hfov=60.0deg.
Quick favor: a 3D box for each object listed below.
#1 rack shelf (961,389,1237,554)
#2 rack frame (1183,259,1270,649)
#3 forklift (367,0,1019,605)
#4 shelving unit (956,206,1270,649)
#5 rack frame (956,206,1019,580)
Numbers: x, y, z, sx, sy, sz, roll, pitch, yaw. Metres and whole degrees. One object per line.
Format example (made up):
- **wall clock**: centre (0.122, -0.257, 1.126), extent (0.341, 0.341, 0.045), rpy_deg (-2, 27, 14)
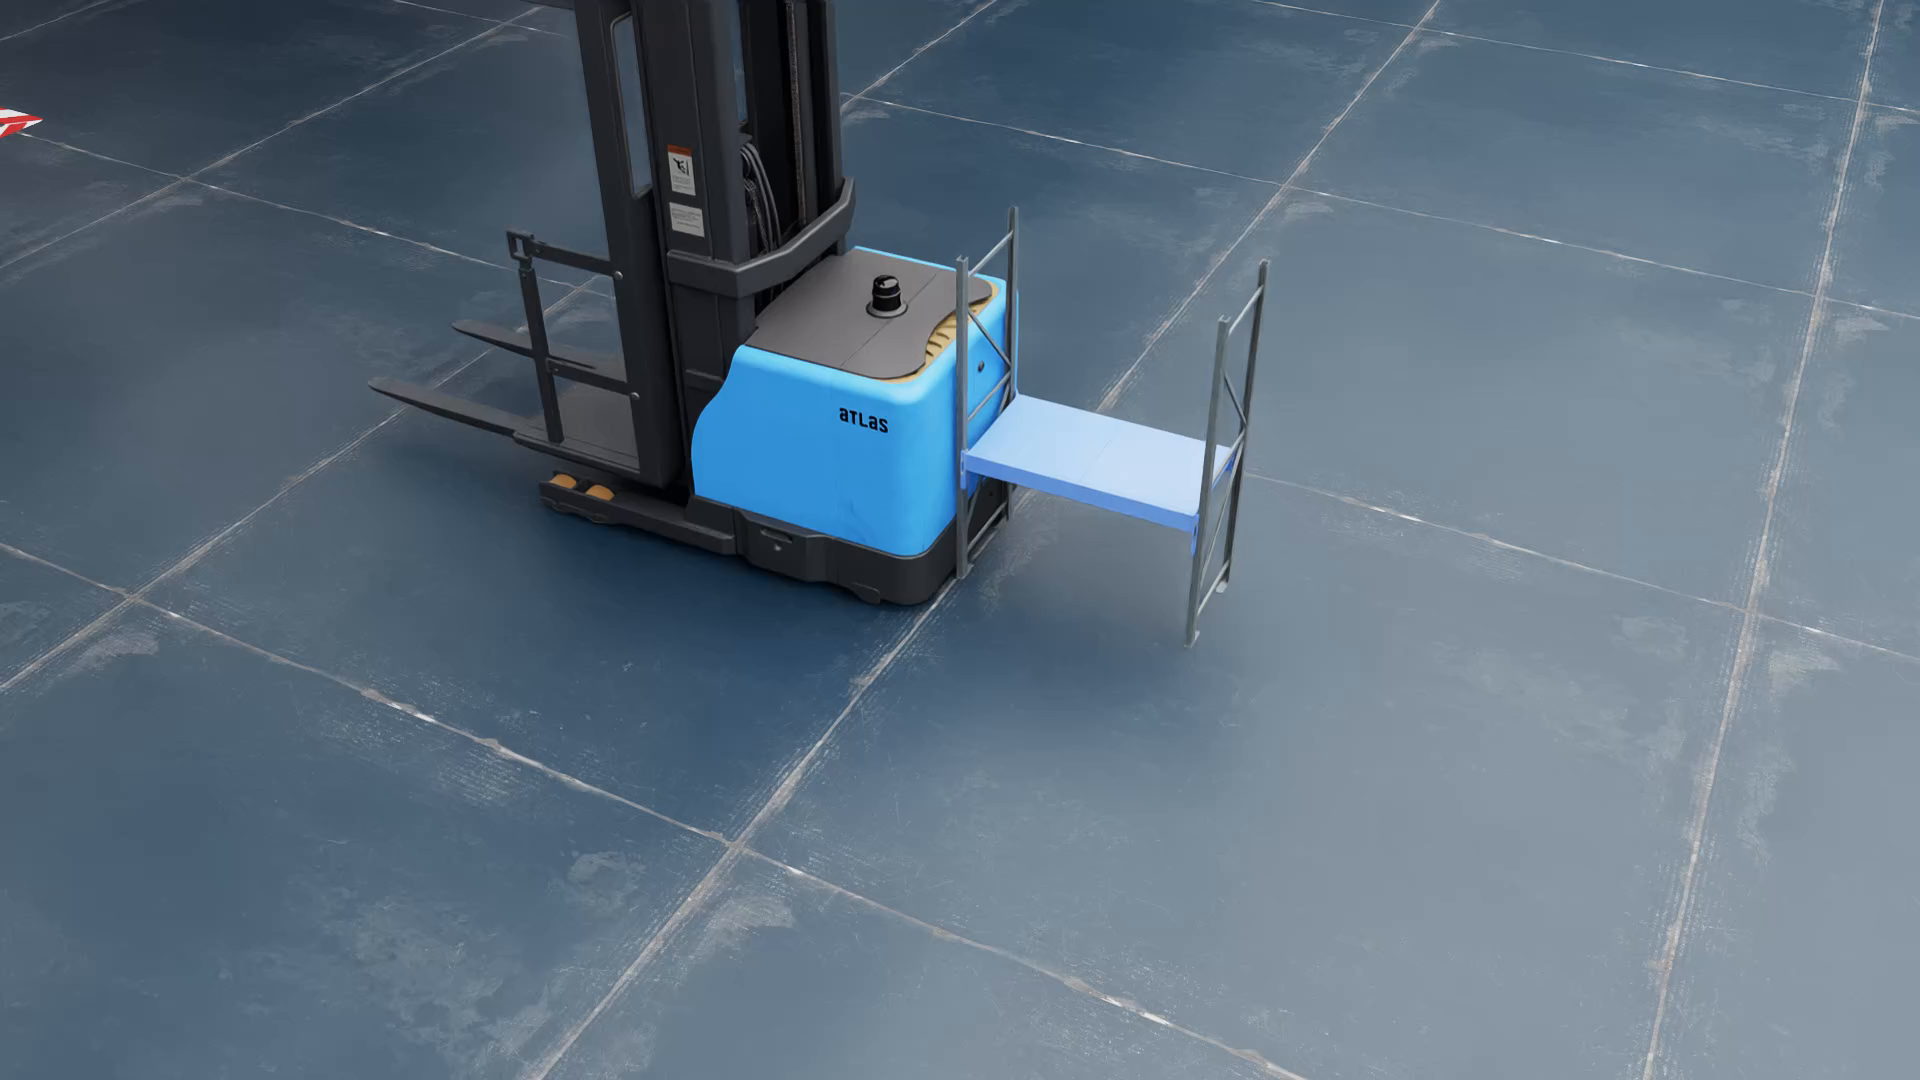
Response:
- **rack shelf**: centre (0.564, -0.289, 6.688), extent (1.000, 0.185, 0.538), rpy_deg (16, 40, 20)
- **rack frame**: centre (1.021, -0.298, 6.402), extent (0.032, 1.500, 0.500), rpy_deg (16, 40, 20)
- **forklift**: centre (-1.297, -1.509, 6.814), extent (3.031, 2.935, 1.130), rpy_deg (16, 40, 20)
- **shelving unit**: centre (0.564, -0.432, 6.579), extent (1.048, 1.500, 0.538), rpy_deg (16, 40, 20)
- **rack frame**: centre (0.107, -0.567, 6.756), extent (0.032, 1.500, 0.500), rpy_deg (16, 40, 20)
